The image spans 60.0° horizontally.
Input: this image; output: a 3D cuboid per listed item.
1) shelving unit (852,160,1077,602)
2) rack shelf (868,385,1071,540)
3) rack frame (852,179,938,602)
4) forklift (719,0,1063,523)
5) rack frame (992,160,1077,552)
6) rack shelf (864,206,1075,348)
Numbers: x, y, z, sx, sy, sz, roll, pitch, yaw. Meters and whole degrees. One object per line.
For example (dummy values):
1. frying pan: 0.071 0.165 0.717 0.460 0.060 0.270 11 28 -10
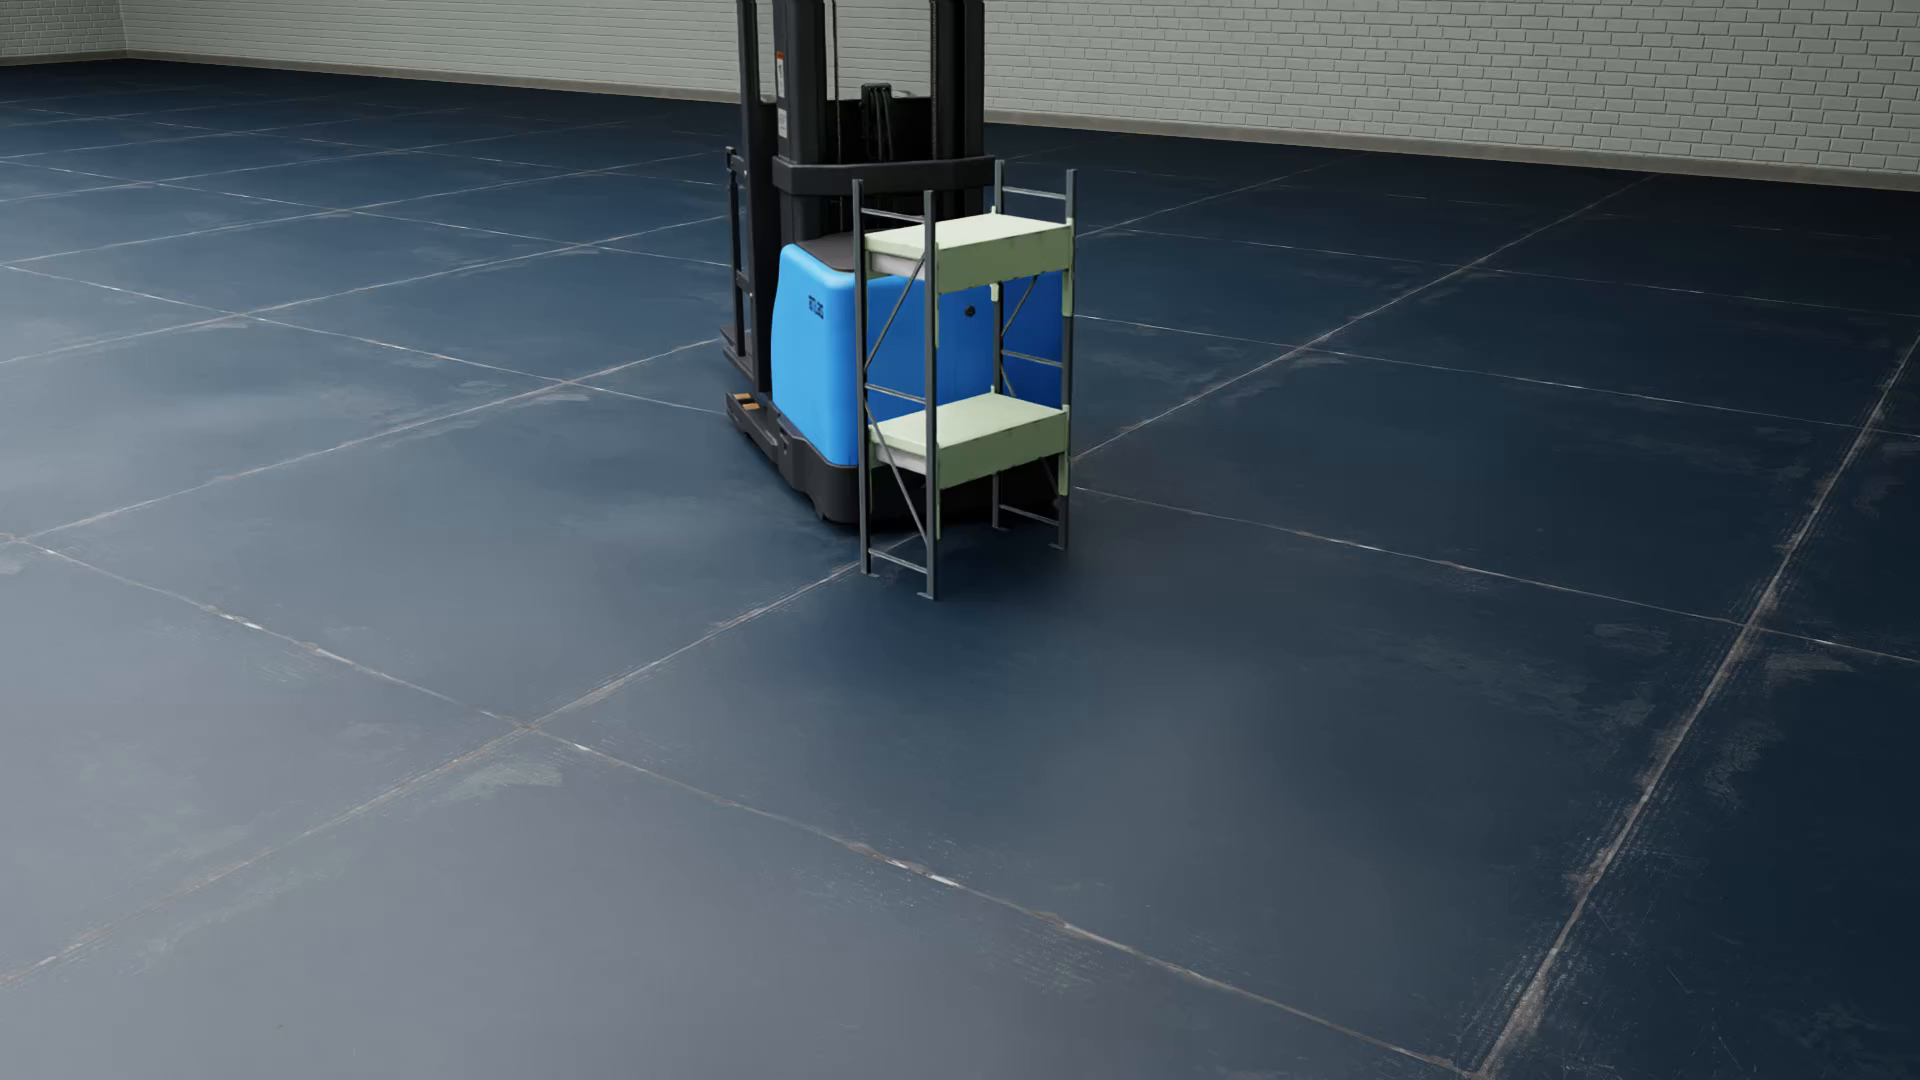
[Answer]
1. shelving unit: 0.025 -0.618 6.273 0.431 1.500 0.755 19 28 41
2. rack shelf: 0.025 -0.312 6.386 0.431 0.370 0.720 19 28 41
3. rack frame: -0.232 -0.527 6.029 0.400 1.500 0.023 19 28 41
4. forklift: -0.525 -1.919 7.729 1.130 2.935 3.031 -7 21 -18
5. rack frame: 0.283 -0.708 6.517 0.400 1.500 0.023 19 28 41
6. rack shelf: 0.025 -0.984 6.137 0.431 0.370 0.720 19 28 41
